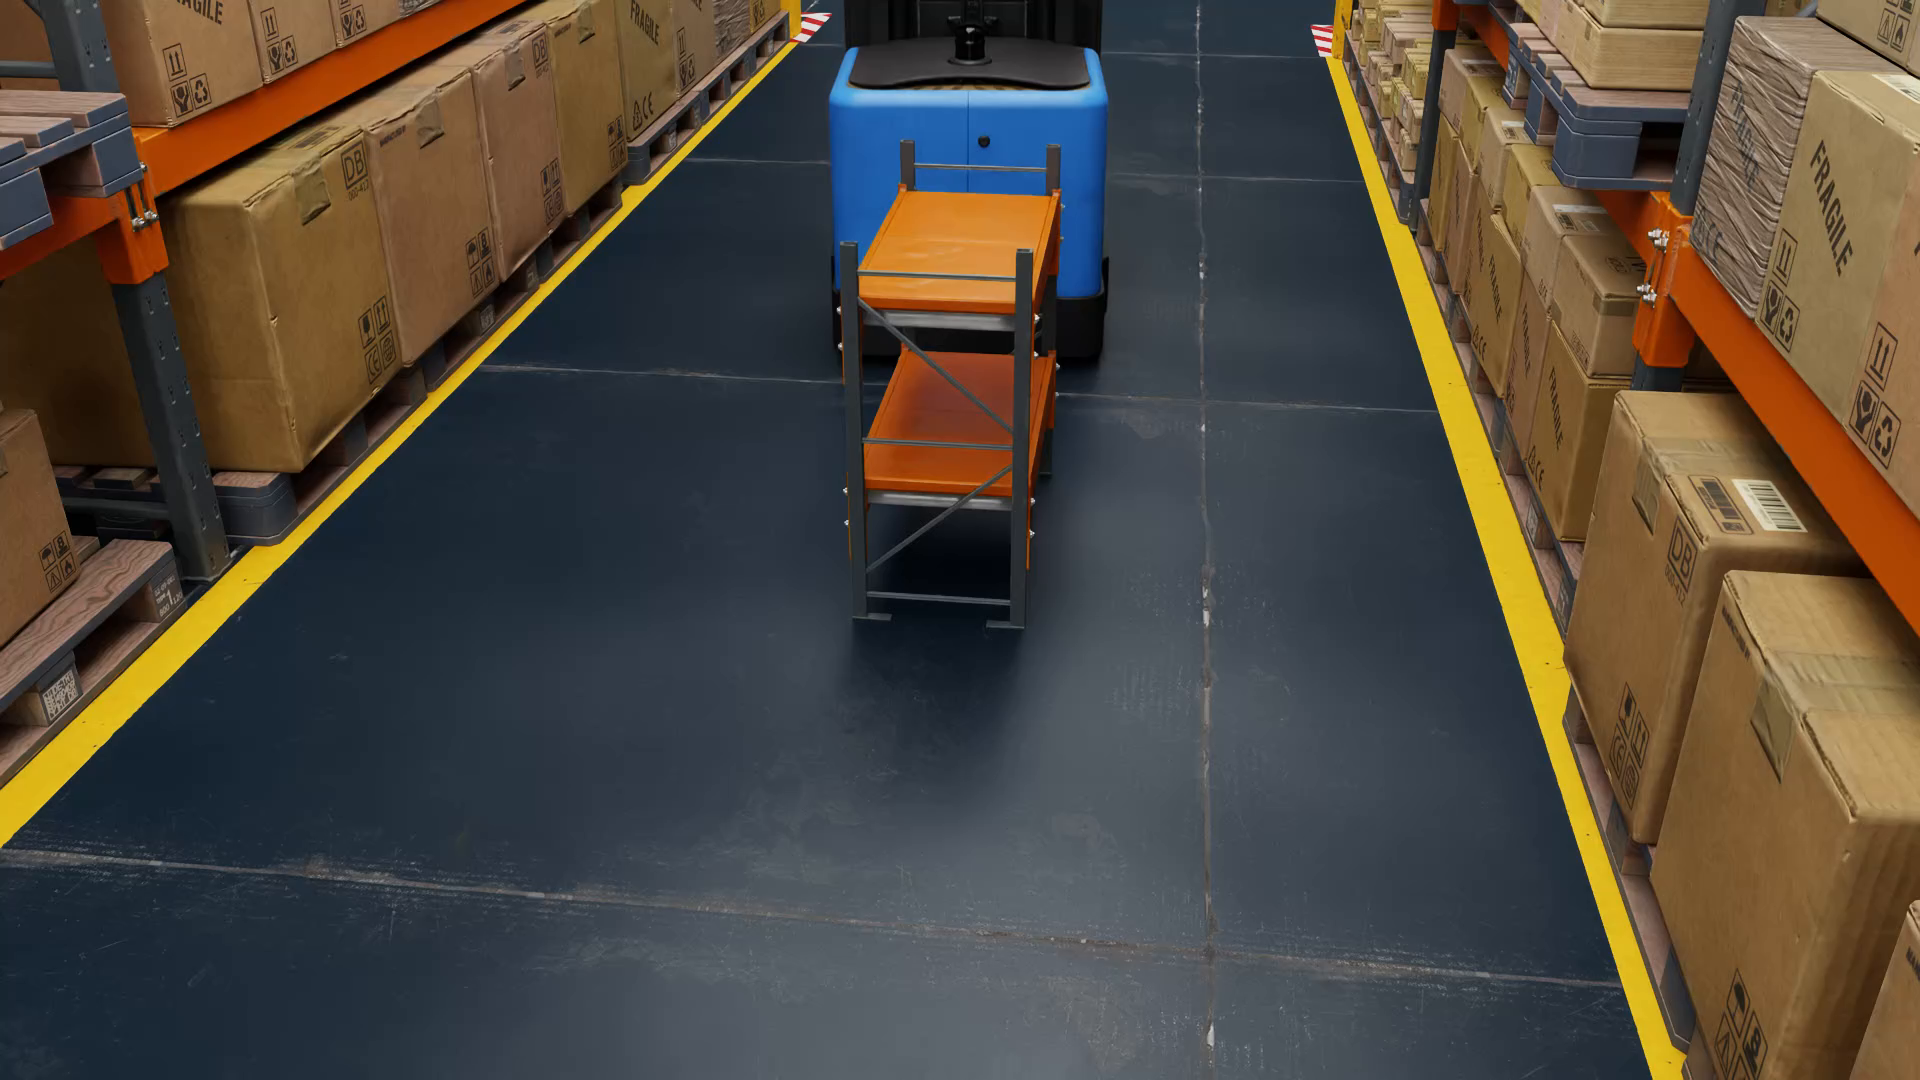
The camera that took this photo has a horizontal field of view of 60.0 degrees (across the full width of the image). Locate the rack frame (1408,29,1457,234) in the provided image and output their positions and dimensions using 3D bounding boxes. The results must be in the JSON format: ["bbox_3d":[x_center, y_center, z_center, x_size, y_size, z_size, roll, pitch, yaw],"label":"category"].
[{"bbox_3d":[2.666,-2.790,7.267,1.000,3.000,0.127,3,28,6],"label":"rack frame"}]

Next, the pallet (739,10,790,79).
[{"bbox_3d":[-1.774,-3.400,11.339,1.003,0.211,1.213,3,28,6],"label":"pallet"}]

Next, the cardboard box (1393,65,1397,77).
[{"bbox_3d":[2.618,-2.632,9.221,0.380,0.149,0.250,2,28,4],"label":"cardboard box"}]

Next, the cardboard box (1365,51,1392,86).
[{"bbox_3d":[2.606,-2.778,9.807,0.380,0.149,0.250,2,28,4],"label":"cardboard box"}]

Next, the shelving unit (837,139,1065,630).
[{"bbox_3d":[0.001,-0.498,4.989,0.538,1.125,1.048,3,28,6],"label":"shelving unit"}]

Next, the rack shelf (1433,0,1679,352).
[{"bbox_3d":[2.421,-1.532,5.690,1.077,0.370,4.000,3,28,6],"label":"rack shelf"}]

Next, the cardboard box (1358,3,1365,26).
[{"bbox_3d":[2.748,-3.377,10.605,0.380,0.149,0.250,3,28,6],"label":"cardboard box"}]

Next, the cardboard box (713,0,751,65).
[{"bbox_3d":[-1.865,-3.524,10.427,0.875,0.875,0.875,3,28,6],"label":"cardboard box"}]

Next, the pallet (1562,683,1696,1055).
[{"bbox_3d":[2.005,0.687,3.753,1.003,0.211,1.213,3,28,6],"label":"pallet"}]

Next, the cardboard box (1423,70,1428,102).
[{"bbox_3d":[2.451,-2.165,8.041,0.380,0.149,0.250,4,29,8],"label":"cardboard box"}]

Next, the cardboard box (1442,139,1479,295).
[{"bbox_3d":[2.249,-1.293,6.681,0.500,0.500,0.500,5,29,8],"label":"cardboard box"}]

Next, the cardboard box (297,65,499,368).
[{"bbox_3d":[-2.512,-1.236,6.178,1.225,0.875,0.875,3,29,6],"label":"cardboard box"}]

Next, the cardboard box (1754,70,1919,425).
[{"bbox_3d":[1.794,-0.516,2.941,0.500,0.500,0.500,3,28,6],"label":"cardboard box"}]

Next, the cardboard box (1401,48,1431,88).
[{"bbox_3d":[2.467,-2.405,8.487,0.380,0.149,0.250,3,28,6],"label":"cardboard box"}]

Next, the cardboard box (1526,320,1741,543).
[{"bbox_3d":[1.997,-0.317,4.868,0.500,0.500,0.500,3,28,6],"label":"cardboard box"}]

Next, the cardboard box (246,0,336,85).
[{"bbox_3d":[-2.344,-1.743,5.218,0.500,0.500,0.500,3,28,5],"label":"cardboard box"}]

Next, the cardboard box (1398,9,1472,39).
[{"bbox_3d":[2.677,-2.894,9.394,0.380,0.149,0.250,3,29,6],"label":"cardboard box"}]

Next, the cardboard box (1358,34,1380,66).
[{"bbox_3d":[2.660,-3.016,10.248,0.380,0.149,0.250,4,29,7],"label":"cardboard box"}]

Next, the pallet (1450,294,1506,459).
[{"bbox_3d":[2.425,-0.620,6.179,1.003,0.211,1.213,3,28,6],"label":"pallet"}]

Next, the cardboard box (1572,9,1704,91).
[{"bbox_3d":[1.780,-1.241,4.213,0.380,0.149,0.250,4,29,7],"label":"cardboard box"}]

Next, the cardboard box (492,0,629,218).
[{"bbox_3d":[-2.303,-2.073,7.733,1.225,0.875,0.875,3,29,6],"label":"cardboard box"}]

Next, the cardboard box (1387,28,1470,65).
[{"bbox_3d":[2.517,-2.655,8.952,0.380,0.149,0.250,2,28,4],"label":"cardboard box"}]

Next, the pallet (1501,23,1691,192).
[{"bbox_3d":[2.158,-1.165,4.452,1.213,0.211,1.003,3,28,6],"label":"pallet"}]

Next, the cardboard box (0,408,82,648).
[{"bbox_3d":[-2.796,-0.020,4.296,0.700,0.500,0.500,2,28,4],"label":"cardboard box"}]

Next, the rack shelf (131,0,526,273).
[{"bbox_3d":[-2.489,-1.868,6.313,1.077,0.370,4.000,3,28,6],"label":"rack shelf"}]

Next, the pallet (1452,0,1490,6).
[{"bbox_3d":[2.428,-2.355,6.660,1.003,0.211,1.213,3,28,6],"label":"pallet"}]

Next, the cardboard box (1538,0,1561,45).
[{"bbox_3d":[1.844,-1.479,4.654,0.380,0.149,0.250,4,29,7],"label":"cardboard box"}]

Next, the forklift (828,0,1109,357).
[{"bbox_3d":[0.061,-2.652,7.082,1.130,2.935,3.031,1,28,1],"label":"forklift"}]

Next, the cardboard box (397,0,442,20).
[{"bbox_3d":[-2.221,-2.220,6.102,0.500,0.500,0.500,3,29,6],"label":"cardboard box"}]

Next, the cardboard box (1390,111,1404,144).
[{"bbox_3d":[2.459,-2.170,8.679,0.380,0.149,0.250,2,28,5],"label":"cardboard box"}]

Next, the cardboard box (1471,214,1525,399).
[{"bbox_3d":[2.113,-0.811,5.785,0.500,0.500,0.500,2,28,4],"label":"cardboard box"}]

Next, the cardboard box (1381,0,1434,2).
[{"bbox_3d":[2.691,-3.139,9.849,0.380,0.149,0.250,4,29,8],"label":"cardboard box"}]

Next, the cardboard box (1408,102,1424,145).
[{"bbox_3d":[2.389,-2.018,8.082,0.380,0.149,0.250,4,29,7],"label":"cardboard box"}]

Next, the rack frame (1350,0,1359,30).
[{"bbox_3d":[3.156,-4.673,10.762,1.000,3.000,0.127,3,28,6],"label":"rack frame"}]

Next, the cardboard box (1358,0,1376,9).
[{"bbox_3d":[2.682,-3.390,10.316,0.380,0.149,0.250,3,28,6],"label":"cardboard box"}]

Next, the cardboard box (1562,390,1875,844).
[{"bbox_3d":[2.012,0.179,3.684,1.050,0.750,0.750,3,28,6],"label":"cardboard box"}]

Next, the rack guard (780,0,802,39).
[{"bbox_3d":[-1.751,-3.920,11.999,1.175,0.500,0.348,3,28,6],"label":"rack guard"}]

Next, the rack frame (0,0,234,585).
[{"bbox_3d":[-2.734,-1.243,4.395,1.000,3.000,0.127,3,28,6],"label":"rack frame"}]

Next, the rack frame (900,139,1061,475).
[{"bbox_3d":[0.063,-0.738,5.433,0.500,1.125,0.032,3,28,6],"label":"rack frame"}]

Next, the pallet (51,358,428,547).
[{"bbox_3d":[-2.563,-0.382,5.737,1.003,0.211,1.213,3,28,6],"label":"pallet"}]

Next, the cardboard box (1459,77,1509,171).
[{"bbox_3d":[2.251,-1.622,6.500,0.500,0.250,0.500,4,29,8],"label":"cardboard box"}]

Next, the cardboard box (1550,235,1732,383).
[{"bbox_3d":[2.000,-0.659,4.713,0.500,0.250,0.500,3,28,5],"label":"cardboard box"}]

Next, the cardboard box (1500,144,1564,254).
[{"bbox_3d":[2.129,-1.136,5.598,0.500,0.250,0.500,4,29,7],"label":"cardboard box"}]

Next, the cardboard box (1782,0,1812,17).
[{"bbox_3d":[2.497,-1.434,4.571,0.380,0.149,0.250,5,29,9],"label":"cardboard box"}]

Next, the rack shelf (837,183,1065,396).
[{"bbox_3d":[0.001,-0.756,4.850,0.538,0.278,1.000,3,28,6],"label":"rack shelf"}]

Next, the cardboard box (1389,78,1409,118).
[{"bbox_3d":[2.425,-2.273,8.556,0.380,0.149,0.250,2,28,4],"label":"cardboard box"}]

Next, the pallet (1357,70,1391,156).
[{"bbox_3d":[2.860,-2.457,9.588,1.003,0.211,1.213,3,28,6],"label":"pallet"}]

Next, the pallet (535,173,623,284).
[{"bbox_3d":[-2.264,-1.531,7.869,1.003,0.211,1.213,3,28,6],"label":"pallet"}]

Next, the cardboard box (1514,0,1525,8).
[{"bbox_3d":[1.909,-1.723,5.107,0.380,0.149,0.250,2,28,4],"label":"cardboard box"}]

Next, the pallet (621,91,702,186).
[{"bbox_3d":[-2.073,-2.252,9.208,1.003,0.211,1.213,3,28,6],"label":"pallet"}]

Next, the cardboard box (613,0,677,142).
[{"bbox_3d":[-2.084,-2.682,8.863,0.875,0.875,0.875,3,28,6],"label":"cardboard box"}]

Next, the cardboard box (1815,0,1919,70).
[{"bbox_3d":[2.111,-1.181,3.120,0.700,0.500,0.500,3,28,6],"label":"cardboard box"}]

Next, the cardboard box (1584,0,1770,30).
[{"bbox_3d":[1.785,-1.372,4.142,0.380,0.149,0.250,4,29,7],"label":"cardboard box"}]

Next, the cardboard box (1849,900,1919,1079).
[{"bbox_3d":[1.795,1.030,2.105,1.050,0.750,0.750,3,28,6],"label":"cardboard box"}]

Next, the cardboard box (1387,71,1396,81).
[{"bbox_3d":[2.601,-2.531,9.348,0.380,0.149,0.250,4,29,7],"label":"cardboard box"}]

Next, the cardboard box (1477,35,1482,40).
[{"bbox_3d":[3.062,-2.753,9.132,0.380,0.149,0.250,2,28,4],"label":"cardboard box"}]

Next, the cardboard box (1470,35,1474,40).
[{"bbox_3d":[3.178,-3.104,10.098,0.380,0.149,0.250,3,28,6],"label":"cardboard box"}]
